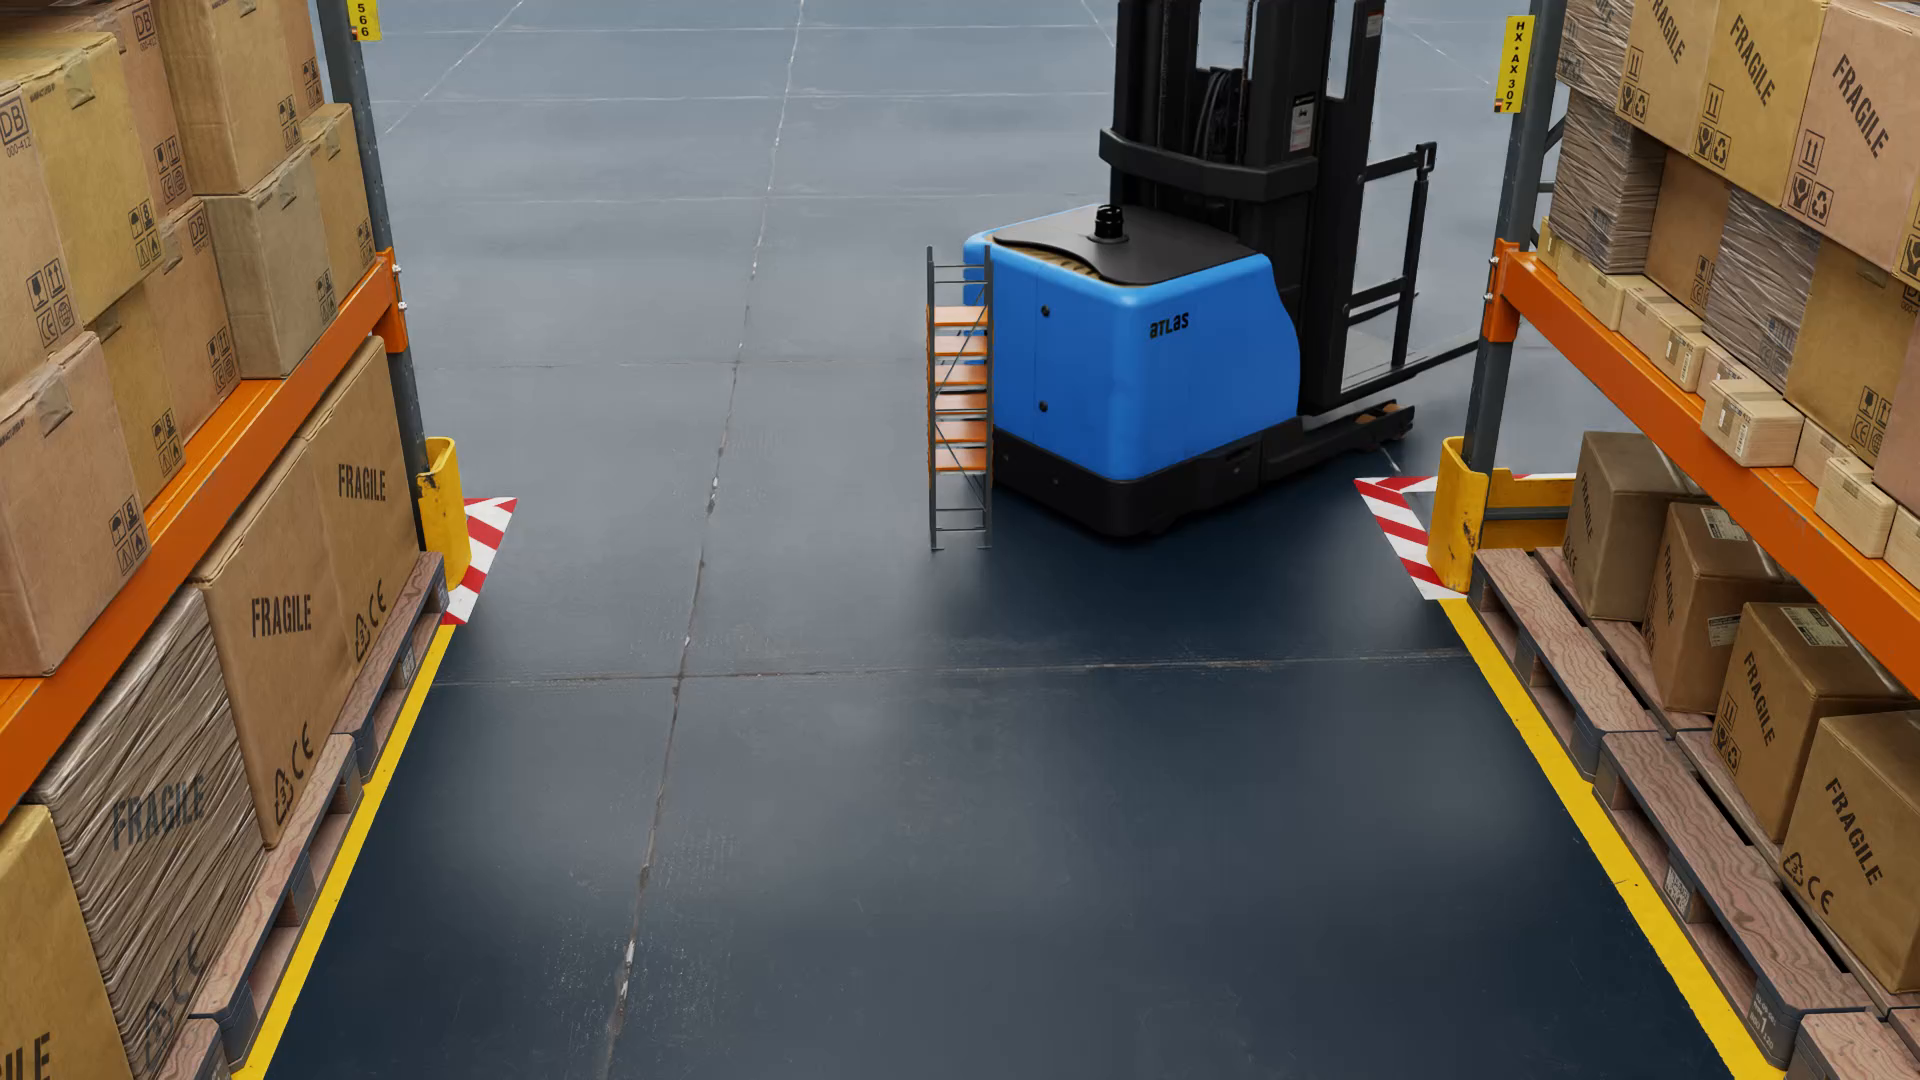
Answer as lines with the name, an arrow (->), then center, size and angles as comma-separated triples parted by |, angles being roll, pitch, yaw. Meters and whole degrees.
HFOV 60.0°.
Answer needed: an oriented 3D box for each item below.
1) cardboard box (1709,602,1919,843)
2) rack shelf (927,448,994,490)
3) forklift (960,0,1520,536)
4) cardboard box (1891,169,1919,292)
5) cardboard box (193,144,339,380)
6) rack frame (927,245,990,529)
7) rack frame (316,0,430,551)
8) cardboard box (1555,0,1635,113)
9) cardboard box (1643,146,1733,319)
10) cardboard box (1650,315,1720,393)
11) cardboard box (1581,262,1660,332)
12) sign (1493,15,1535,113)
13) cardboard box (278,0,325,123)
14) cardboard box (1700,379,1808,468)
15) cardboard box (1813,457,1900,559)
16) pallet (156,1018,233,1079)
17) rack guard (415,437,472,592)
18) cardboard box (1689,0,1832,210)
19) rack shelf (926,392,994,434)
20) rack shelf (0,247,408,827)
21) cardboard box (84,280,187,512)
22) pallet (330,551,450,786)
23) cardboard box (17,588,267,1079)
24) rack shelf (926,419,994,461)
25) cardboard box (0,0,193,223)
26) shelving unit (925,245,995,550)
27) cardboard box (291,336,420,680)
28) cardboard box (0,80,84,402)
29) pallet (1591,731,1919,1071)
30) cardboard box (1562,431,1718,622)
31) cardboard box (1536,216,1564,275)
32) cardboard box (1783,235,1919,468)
cardboard box -> 2.535, 0.521, 4.757 | 0.500, 0.500, 0.500 | 1, 28, 2
rack shelf -> -0.001, -0.286, 6.617 | 0.258, 0.103, 0.180 | -1, 28, -3
forklift -> 1.450, -1.865, 7.157 | 3.031, 2.935, 1.130 | -21, 34, -35
cardboard box -> 2.298, -0.690, 3.319 | 0.500, 0.500, 0.500 | -1, 28, -3
cardboard box -> -2.403, -0.825, 4.926 | 0.875, 0.550, 0.550 | -1, 28, -3
rack frame -> -0.006, -0.581, 6.566 | 0.240, 1.200, 0.006 | -1, 28, -3
rack frame -> -2.518, -1.182, 5.773 | 1.000, 3.000, 0.127 | -1, 28, -3
cardboard box -> 2.197, -1.614, 5.090 | 0.500, 0.500, 0.500 | -1, 28, -3
cardboard box -> 2.587, -0.949, 4.895 | 0.875, 0.500, 0.500 | -1, 28, -3
cardboard box -> 2.249, -0.544, 4.821 | 0.380, 0.149, 0.250 | -1, 28, -3
cardboard box -> 2.209, -0.775, 5.263 | 0.380, 0.149, 0.250 | -1, 28, -3
sign -> 1.898, -1.626, 5.687 | 0.100, 0.325, 0.005 | -1, 28, -3
cardboard box -> -2.538, -1.555, 5.158 | 0.875, 0.550, 0.550 | -1, 28, -3
cardboard box -> 2.198, -0.311, 4.375 | 0.380, 0.149, 0.250 | -1, 28, -3
cardboard box -> 2.281, -0.082, 3.935 | 0.380, 0.149, 0.250 | -1, 28, -3
pallet -> -2.271, 1.549, 3.553 | 1.003, 0.211, 1.213 | -1, 28, -3
rack guard -> -2.520, -0.085, 6.372 | 1.175, 0.500, 0.348 | -1, 28, -3
cardboard box -> 2.243, -1.152, 4.204 | 0.500, 0.500, 0.500 | -1, 28, -3
rack shelf -> -0.001, -0.499, 6.506 | 0.258, 0.103, 0.180 | -1, 28, -3
rack shelf -> -2.414, 0.061, 4.168 | 1.077, 0.370, 4.000 | -1, 28, -3
cardboard box -> -2.430, -0.319, 3.956 | 0.875, 0.550, 0.500 | -1, 28, -3
pallet -> -2.398, 0.422, 5.713 | 1.003, 0.211, 1.213 | -1, 28, -3
cardboard box -> -2.323, 0.713, 3.983 | 0.875, 0.875, 0.875 | -1, 28, -2
rack shelf -> -0.001, -0.393, 6.561 | 0.258, 0.103, 0.180 | -1, 28, -3
cardboard box -> -2.523, -1.041, 4.173 | 0.875, 0.550, 0.550 | -1, 28, -3
shelving unit -> -0.001, -0.539, 6.485 | 0.258, 1.200, 0.189 | -1, 28, -3
cardboard box -> -2.417, -0.115, 5.569 | 0.875, 0.875, 0.875 | -1, 28, -2
cardboard box -> -2.330, -0.555, 3.241 | 0.875, 0.550, 0.550 | -1, 28, -3
pallet -> 2.512, 0.954, 4.692 | 1.003, 0.211, 1.213 | -1, 28, -3
cardboard box -> 2.456, -0.044, 5.840 | 0.500, 0.500, 0.500 | 4, 28, 7
cardboard box -> 2.217, -1.006, 5.707 | 0.380, 0.149, 0.250 | -1, 28, -3
cardboard box -> 2.585, -0.486, 4.007 | 0.875, 0.500, 0.500 | -1, 28, -3
